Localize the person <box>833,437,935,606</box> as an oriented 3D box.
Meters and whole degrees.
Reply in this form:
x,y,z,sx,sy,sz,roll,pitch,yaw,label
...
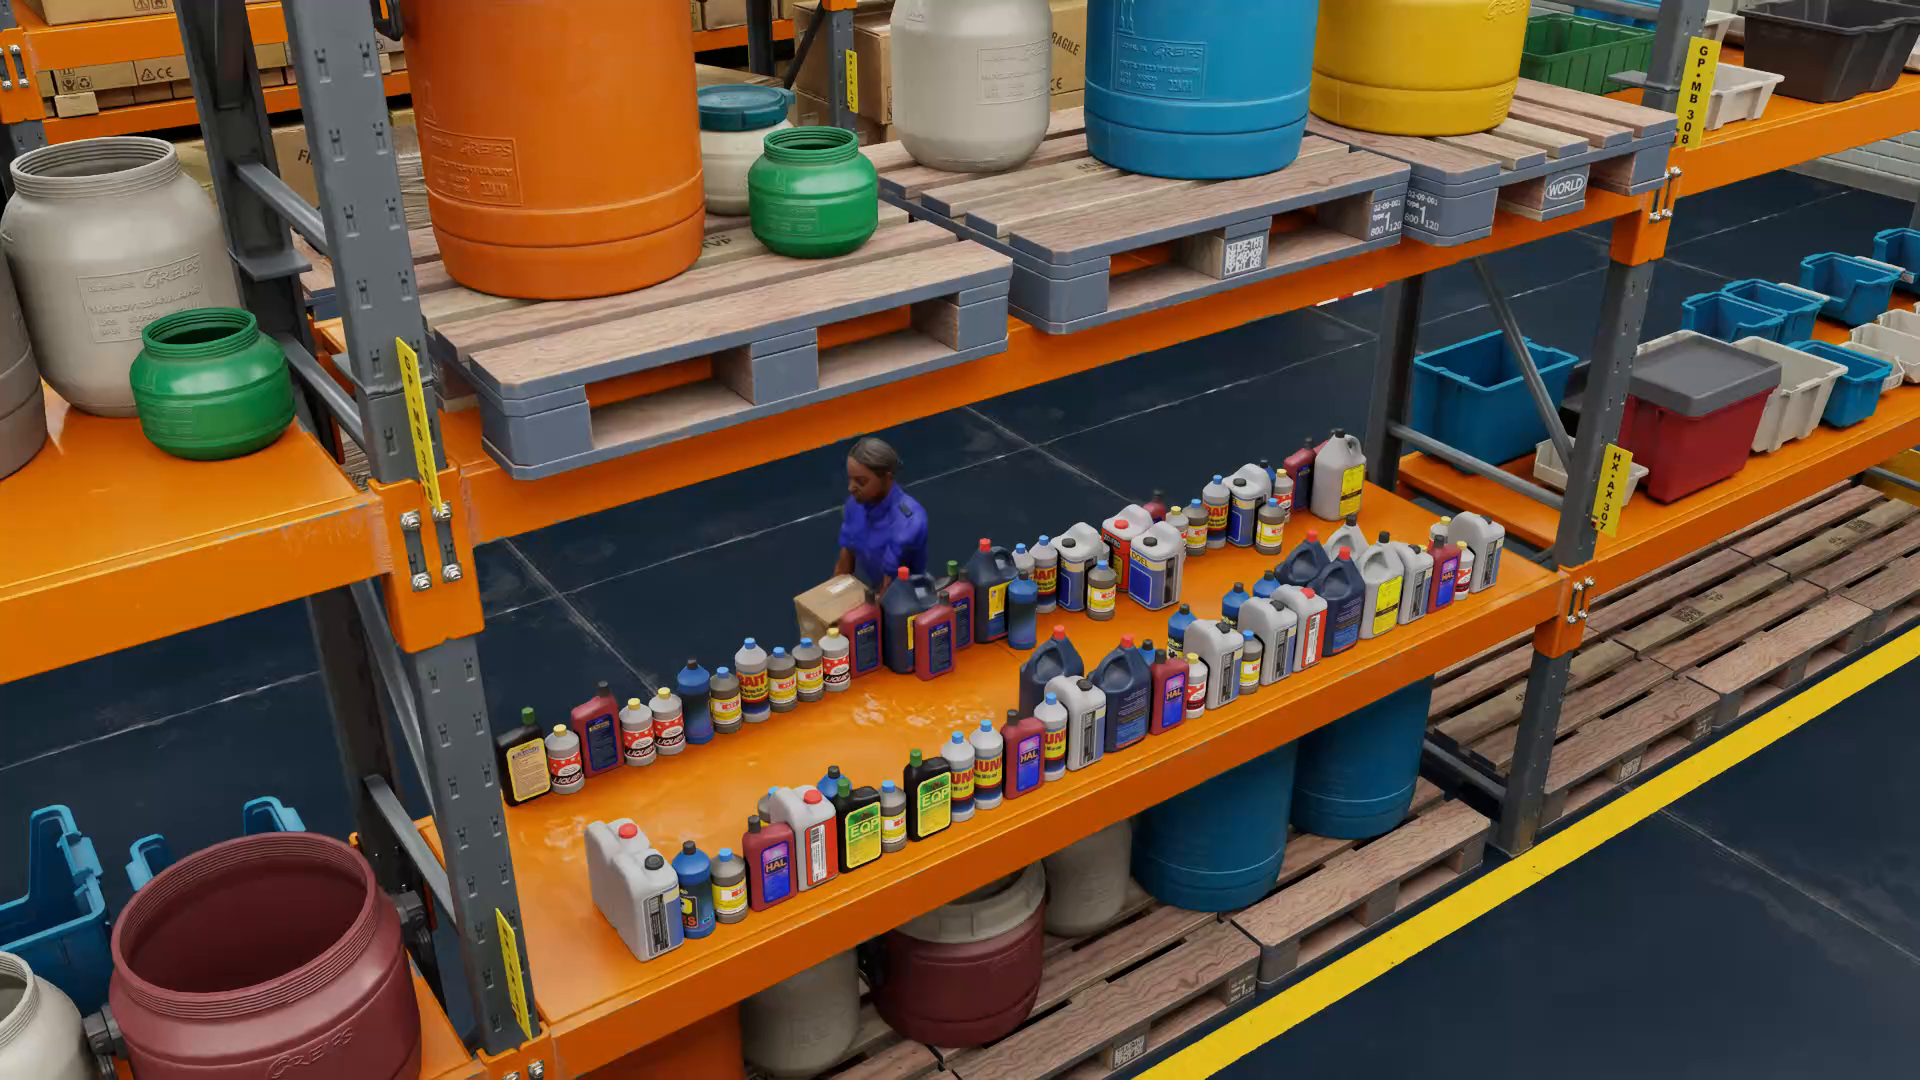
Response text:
x,y,z,sx,sy,sz,roll,pitch,yaw,label
-0.298,0.326,6.567,0.534,1.637,0.410,-20,34,-32,person
